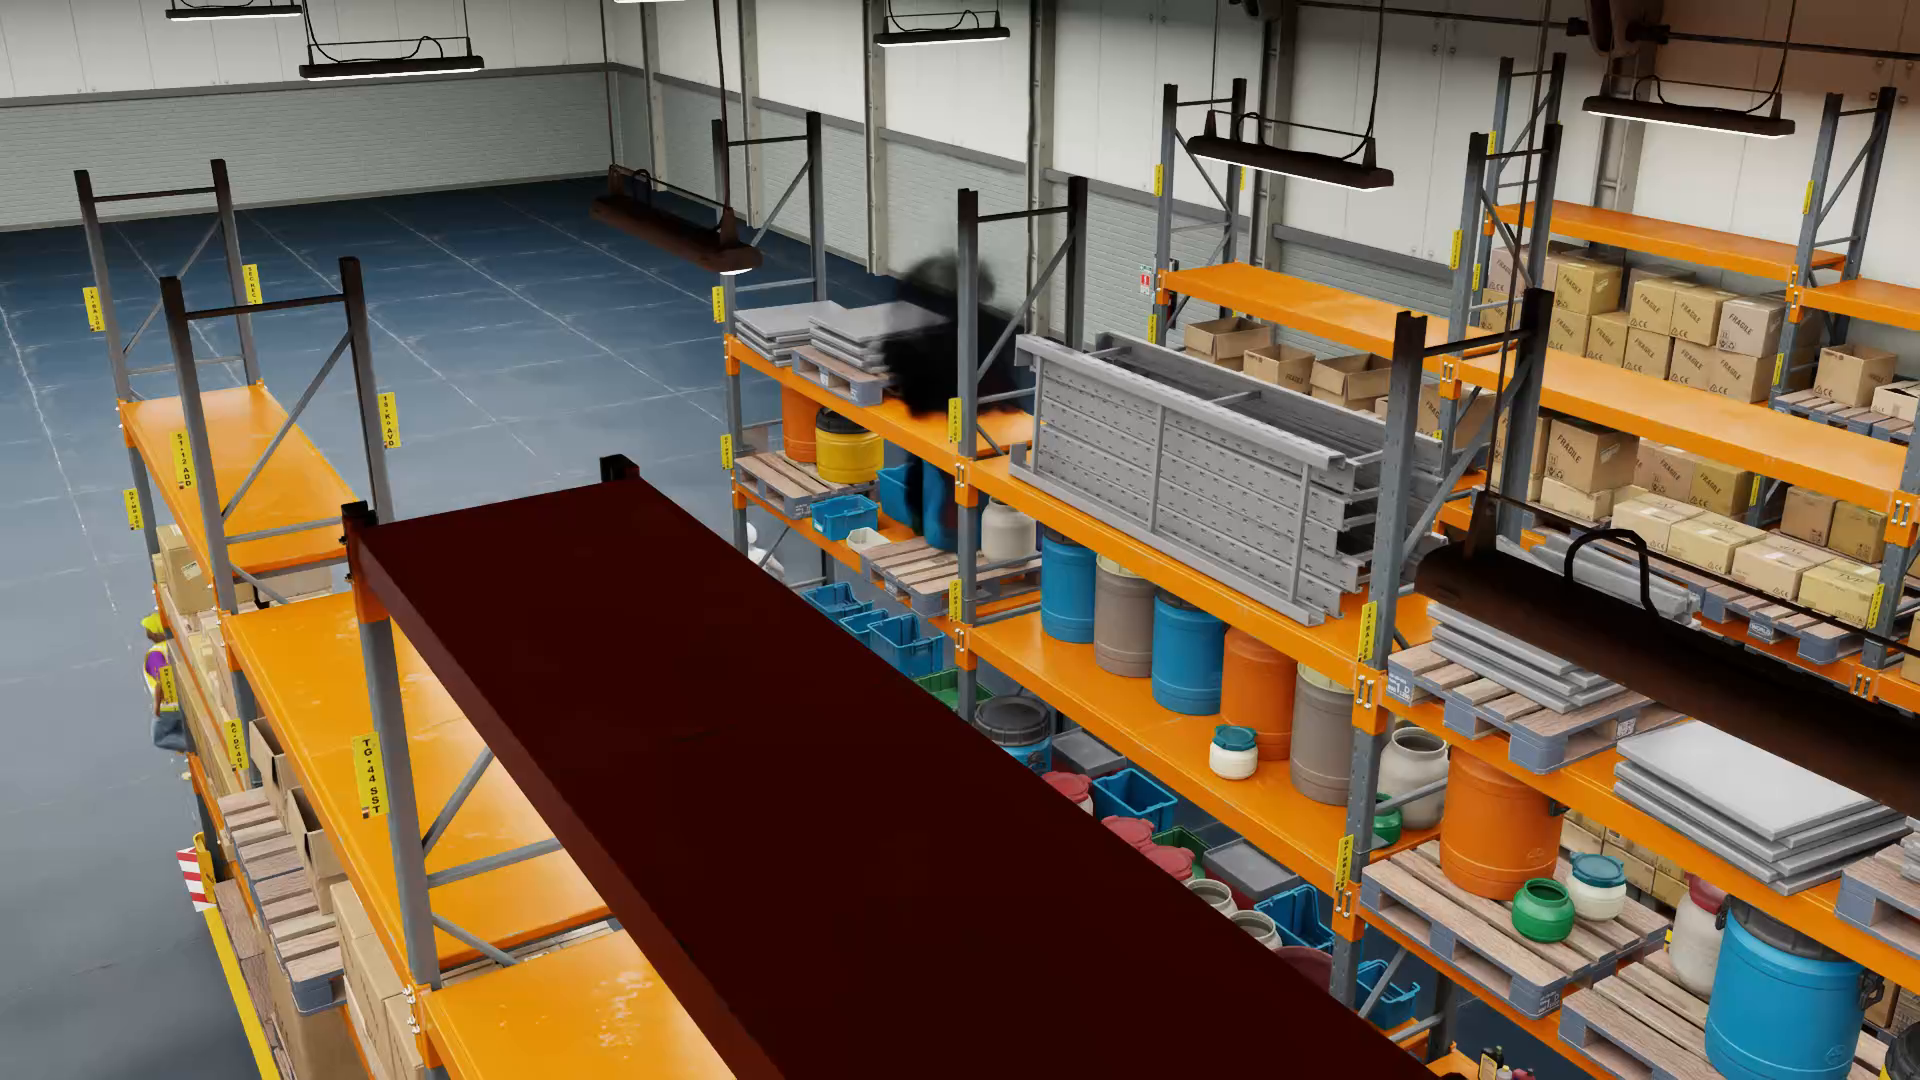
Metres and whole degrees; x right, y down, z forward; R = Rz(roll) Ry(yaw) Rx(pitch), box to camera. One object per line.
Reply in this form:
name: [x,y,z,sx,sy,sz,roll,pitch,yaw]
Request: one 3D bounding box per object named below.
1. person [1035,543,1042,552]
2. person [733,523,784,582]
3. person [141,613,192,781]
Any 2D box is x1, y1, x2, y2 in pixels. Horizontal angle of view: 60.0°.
person: [0.739,-0.325,20.025,0.809,1.685,0.602,2,22,4]
person: [-2.243,0.627,17.567,0.557,1.754,0.781,13,25,30]
person: [-7.269,1.485,15.404,0.650,1.726,0.726,3,22,8]
